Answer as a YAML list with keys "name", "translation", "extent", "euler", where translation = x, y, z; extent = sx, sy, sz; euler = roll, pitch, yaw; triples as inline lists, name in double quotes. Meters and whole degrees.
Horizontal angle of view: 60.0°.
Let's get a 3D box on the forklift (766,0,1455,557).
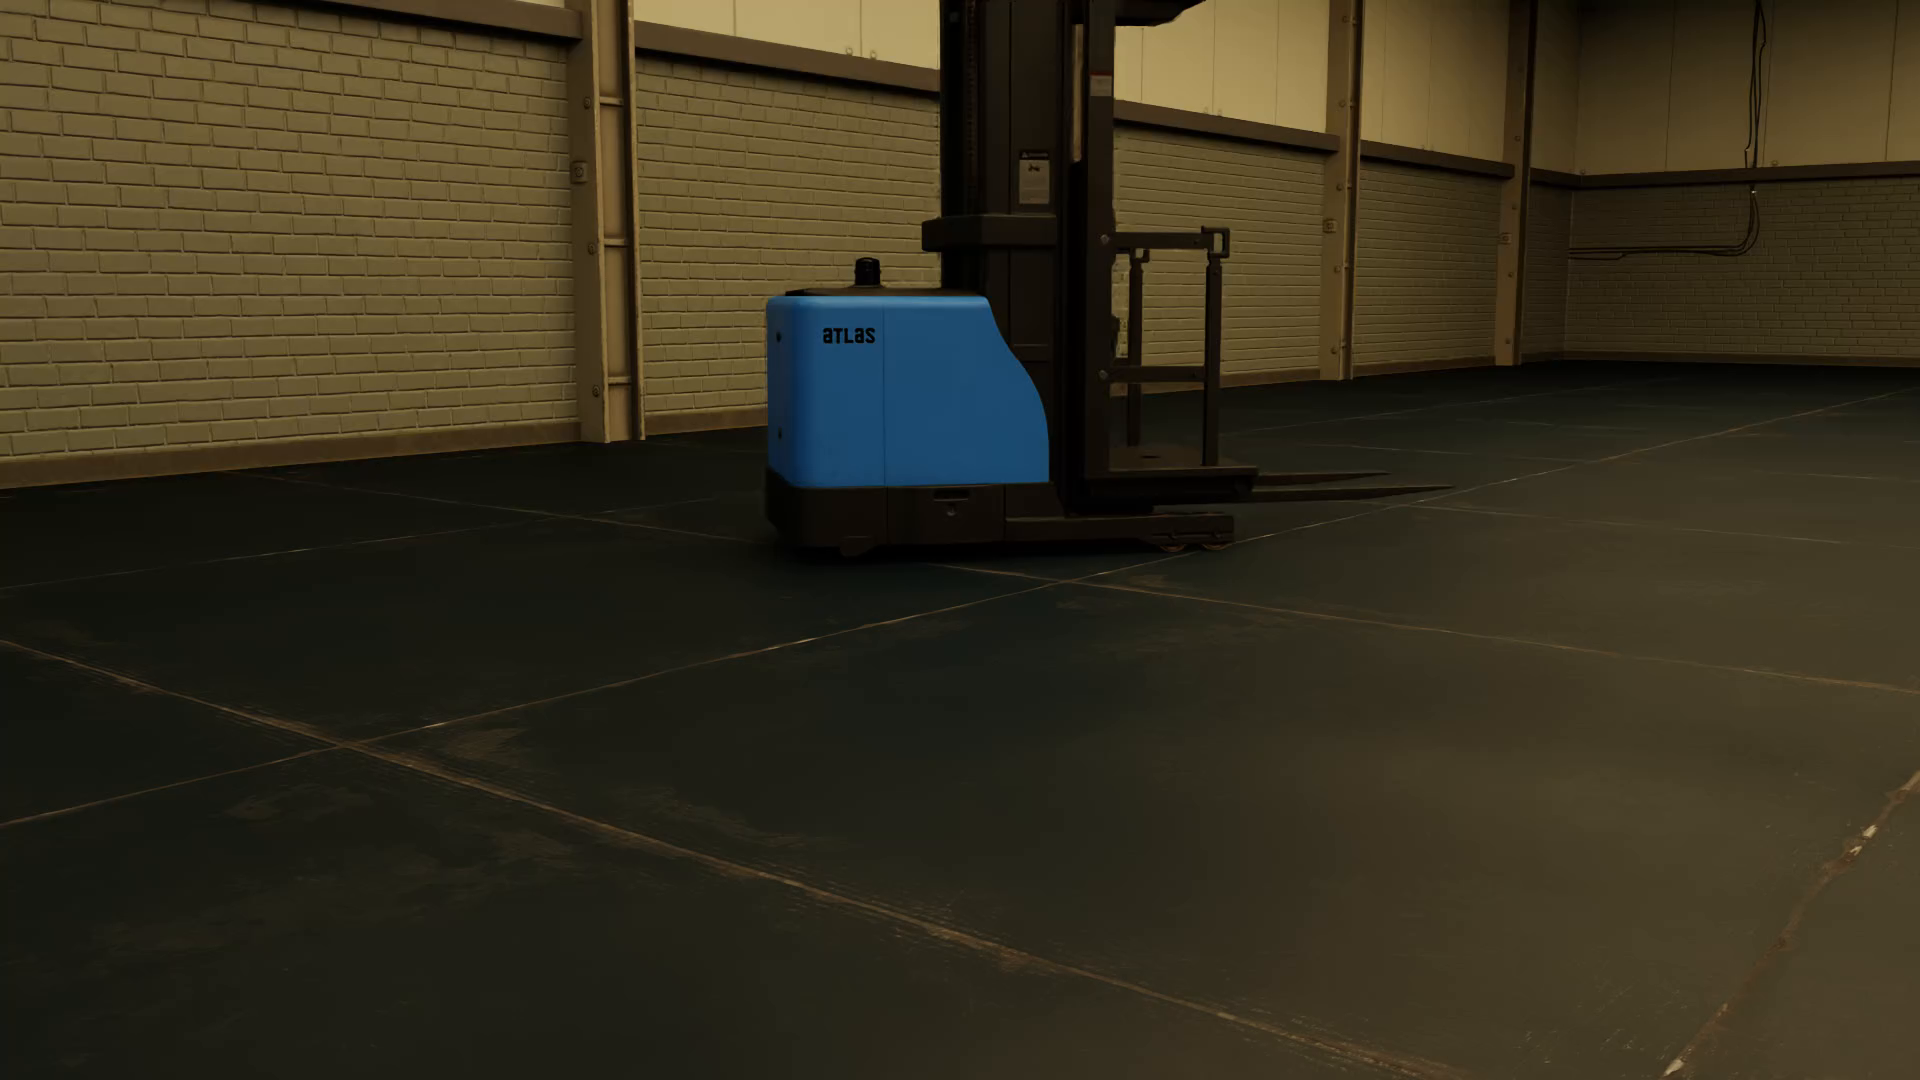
- name: "forklift"
  translation: [0.692, -1.469, 7.320]
  extent: [3.031, 2.935, 1.130]
  euler: [-2, 9, -13]
